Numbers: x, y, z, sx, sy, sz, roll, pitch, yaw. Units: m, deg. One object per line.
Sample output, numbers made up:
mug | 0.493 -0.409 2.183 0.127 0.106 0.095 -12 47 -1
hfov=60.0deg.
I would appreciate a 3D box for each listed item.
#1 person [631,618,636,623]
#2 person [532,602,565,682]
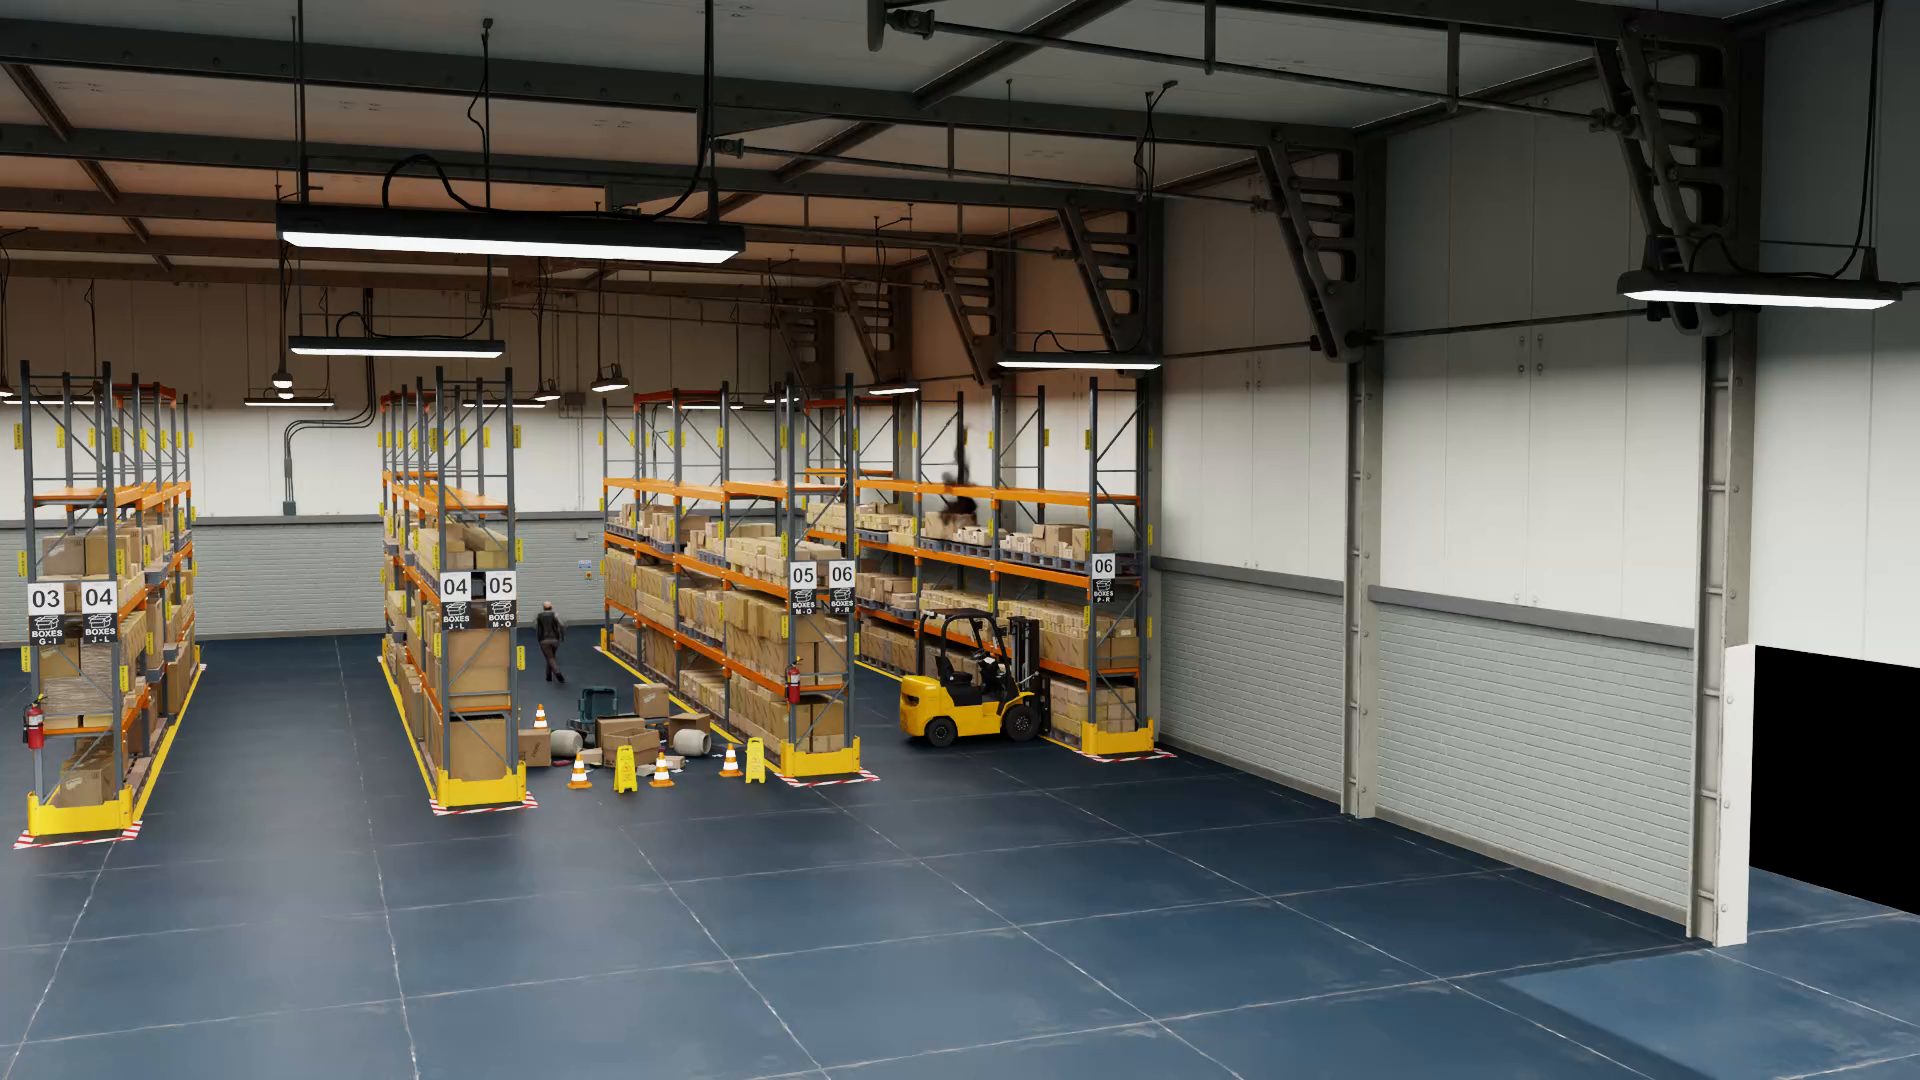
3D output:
person | -7.809 1.701 40.836 0.903 1.705 0.654 0 3 0
person | -8.444 2.141 34.224 0.652 1.686 0.822 -2 4 -24
